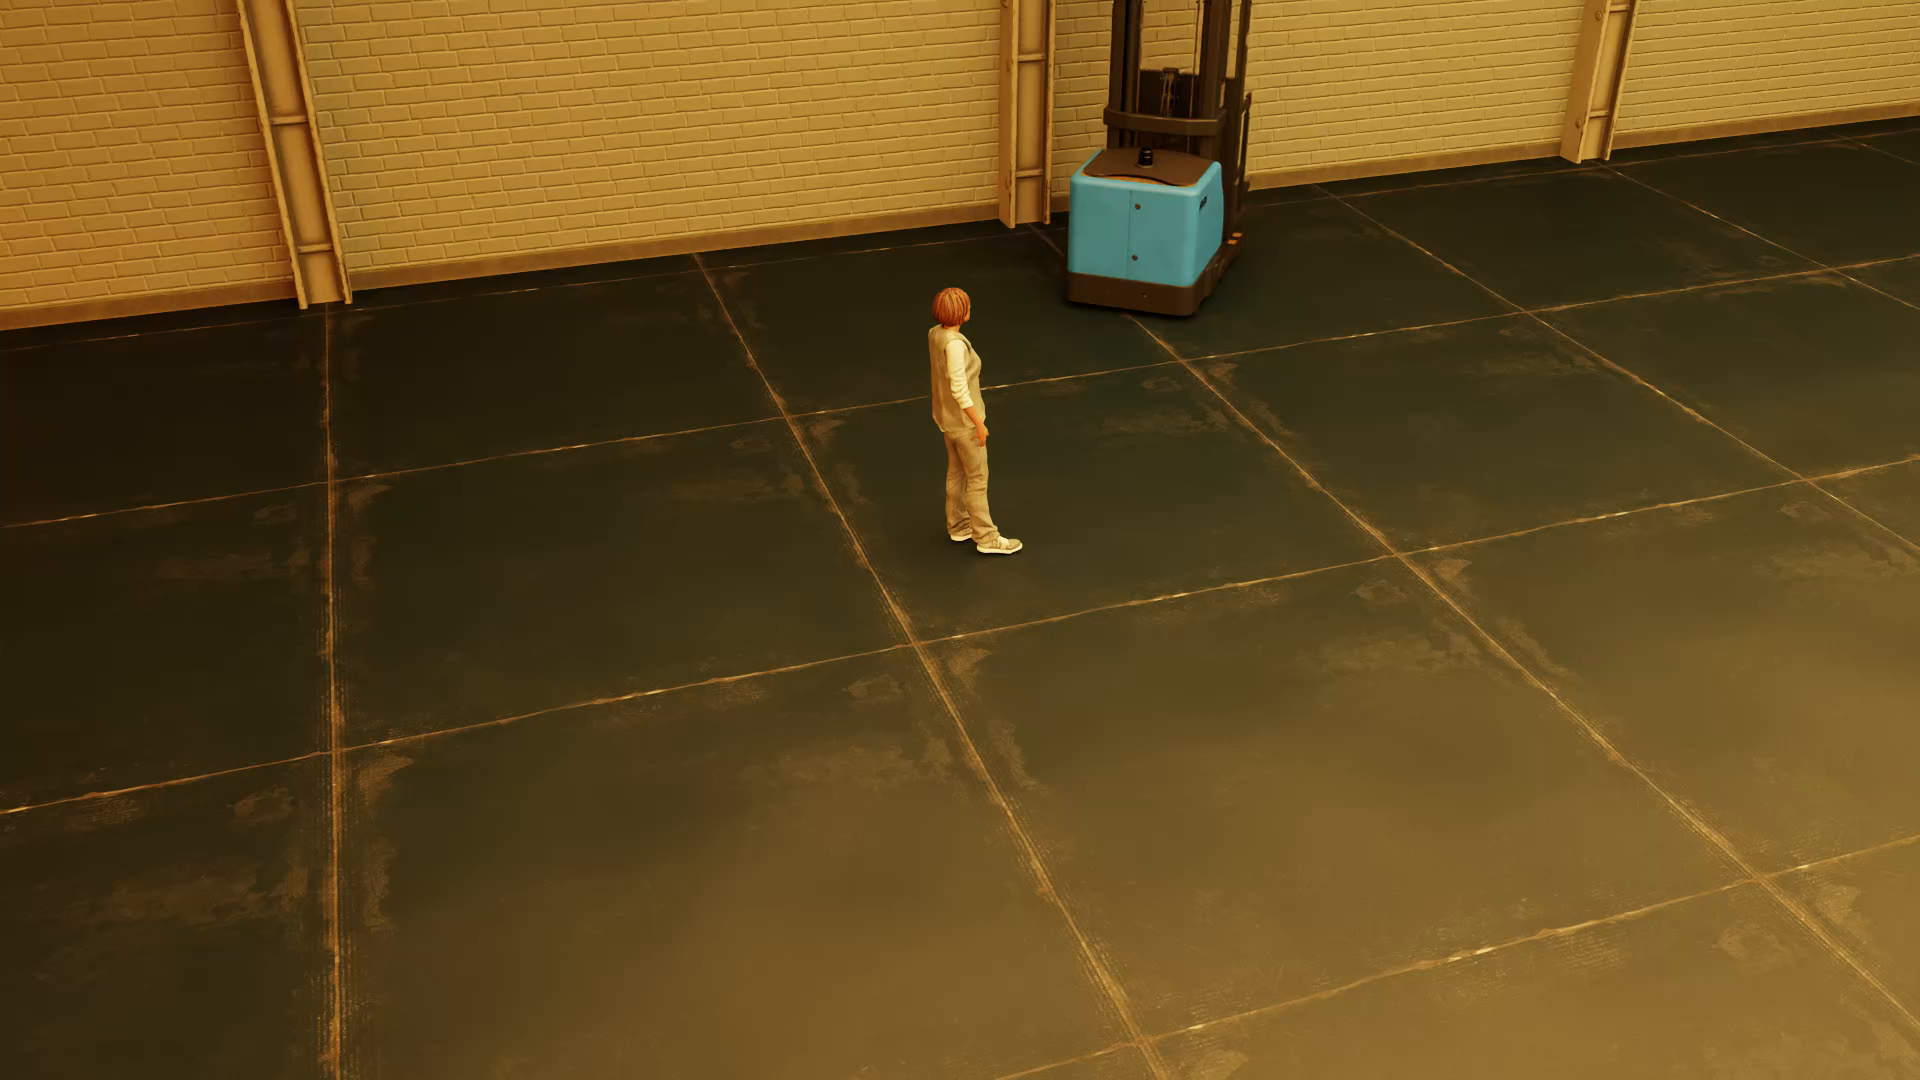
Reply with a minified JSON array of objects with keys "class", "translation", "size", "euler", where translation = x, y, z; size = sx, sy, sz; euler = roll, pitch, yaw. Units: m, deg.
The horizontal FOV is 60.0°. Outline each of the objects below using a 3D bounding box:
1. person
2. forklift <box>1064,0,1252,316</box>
[{"class":"person","translation":[0.075,-0.704,9.633],"size":[0.473,1.599,0.520],"euler":[-10,31,-16]},{"class":"forklift","translation":[1.823,-3.727,13.564],"size":[1.130,2.935,3.031],"euler":[11,32,18]}]
